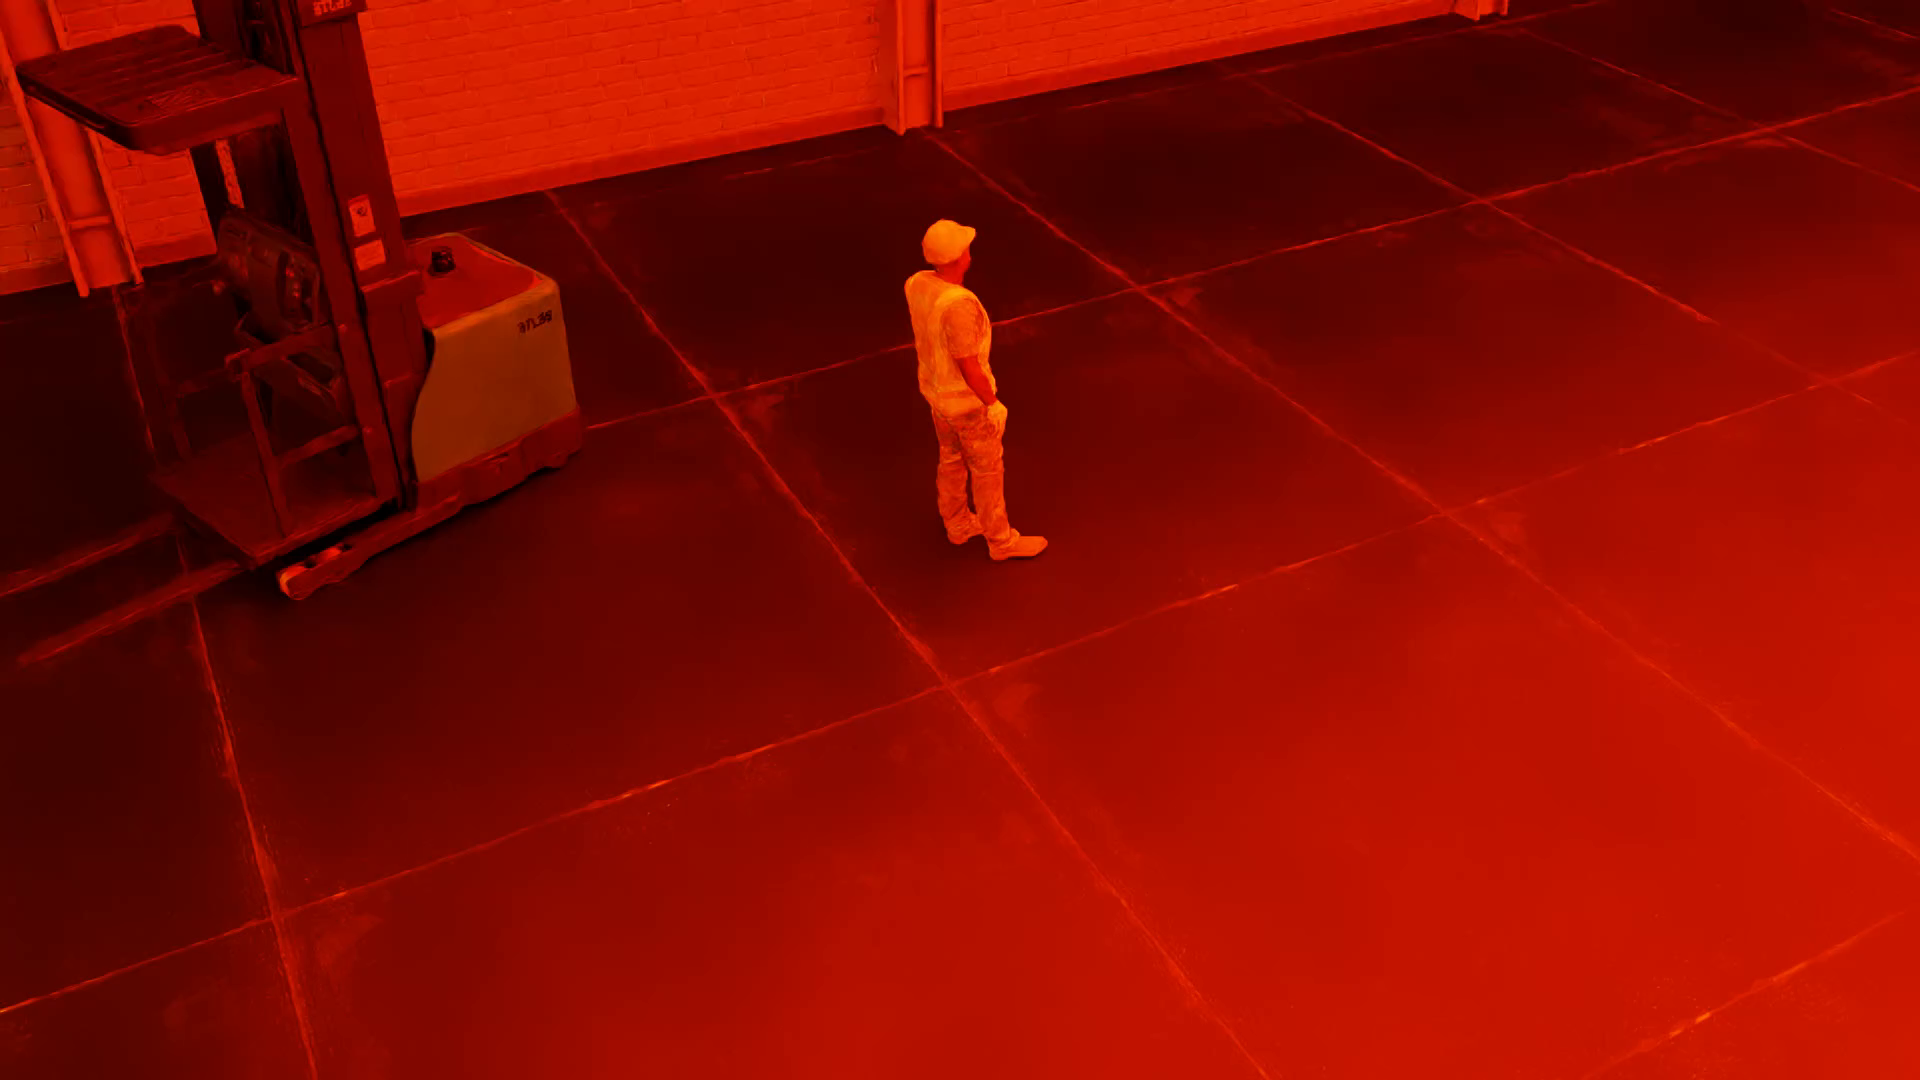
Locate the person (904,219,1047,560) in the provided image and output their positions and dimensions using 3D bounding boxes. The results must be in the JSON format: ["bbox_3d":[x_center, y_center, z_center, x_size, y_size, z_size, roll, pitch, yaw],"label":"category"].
[{"bbox_3d":[0.067,-0.747,8.167,0.576,1.777,0.655,-17,39,-23],"label":"person"}]

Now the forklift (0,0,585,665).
[{"bbox_3d":[-3.456,-1.233,7.868,1.130,2.935,3.031,27,44,33],"label":"forklift"}]
